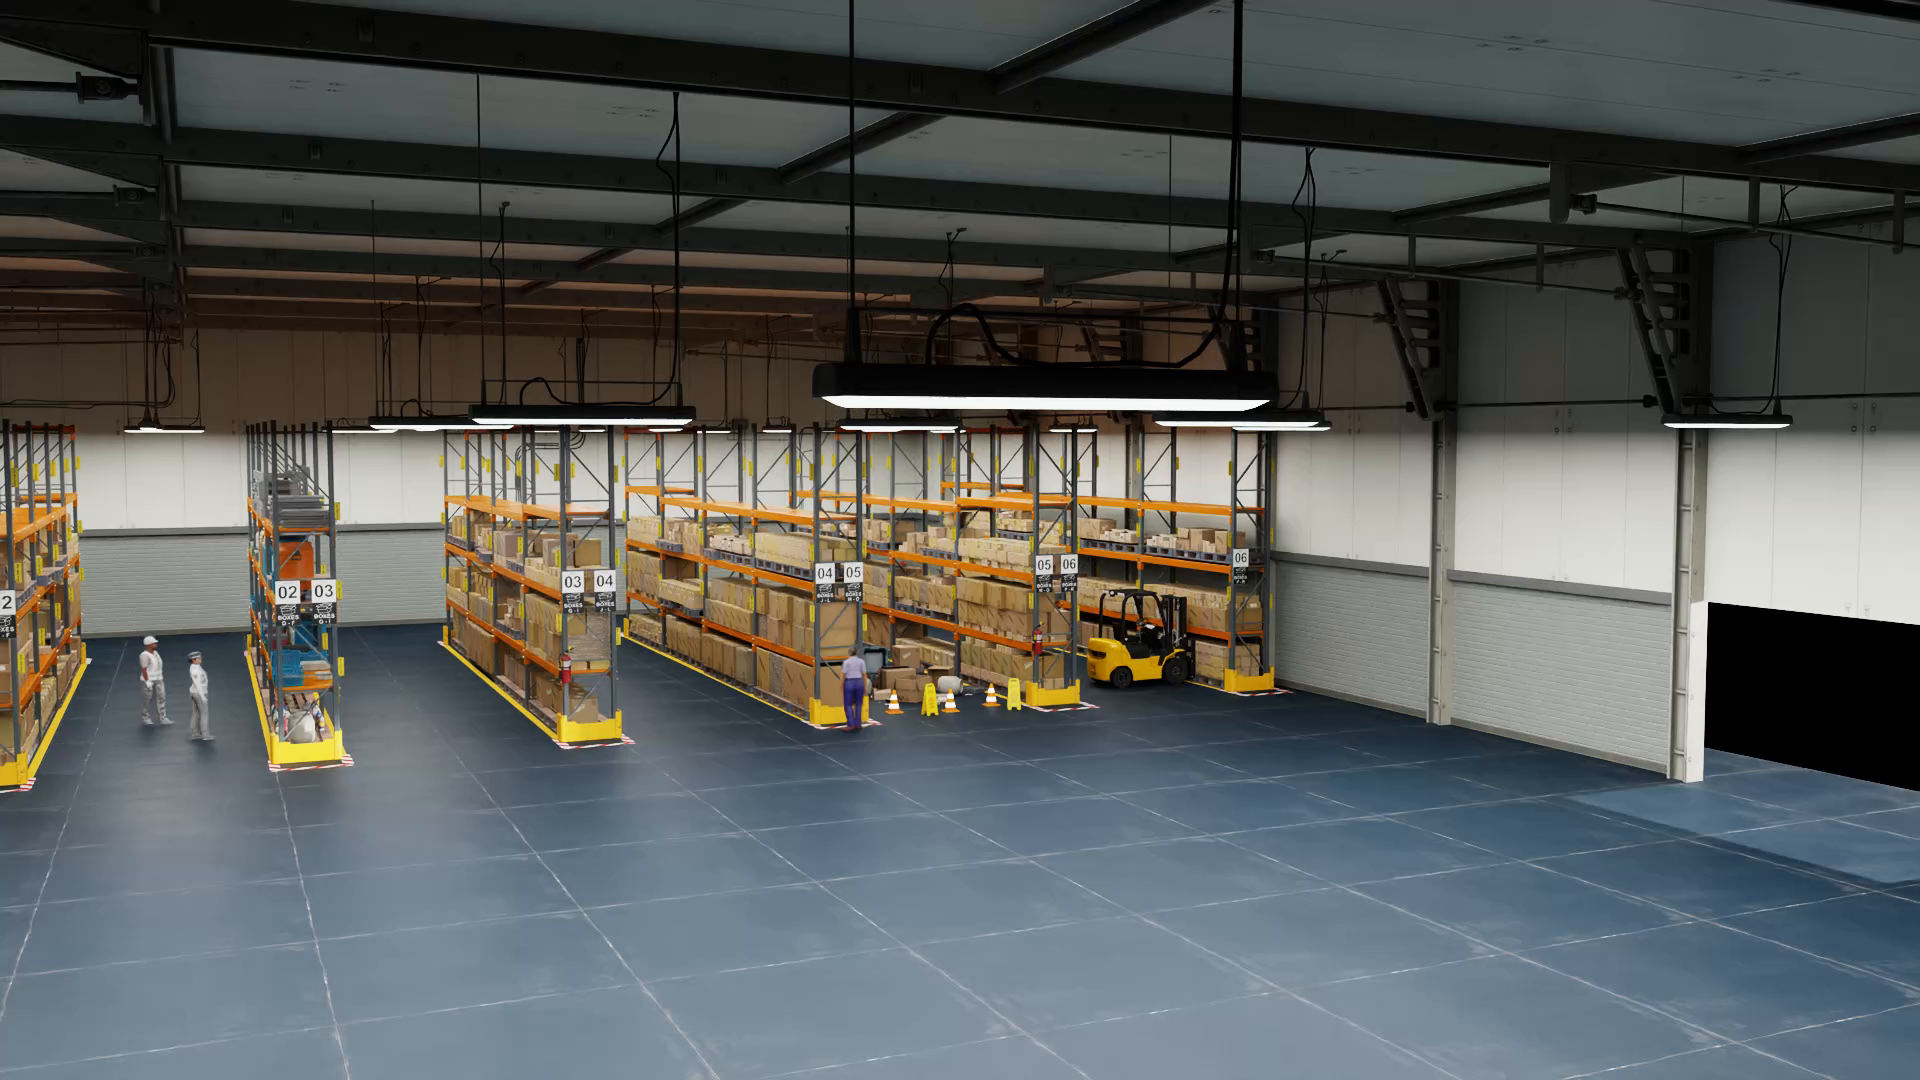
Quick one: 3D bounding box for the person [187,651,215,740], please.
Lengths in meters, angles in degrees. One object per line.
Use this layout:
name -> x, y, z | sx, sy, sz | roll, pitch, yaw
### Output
person -> -14.268, 2.922, 31.252 | 0.420, 1.675, 0.533 | -3, 5, -44

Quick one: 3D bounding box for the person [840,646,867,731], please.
person -> -2.071, 2.886, 32.334 | 0.531, 1.647, 0.378 | -1, 4, -15

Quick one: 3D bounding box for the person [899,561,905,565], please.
person -> -1.801, 1.549, 52.662 | 0.798, 1.760, 0.590 | -2, 4, -24

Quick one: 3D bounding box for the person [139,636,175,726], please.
person -> -15.875, 2.790, 32.802 | 0.635, 1.785, 0.570 | 1, 4, 22
